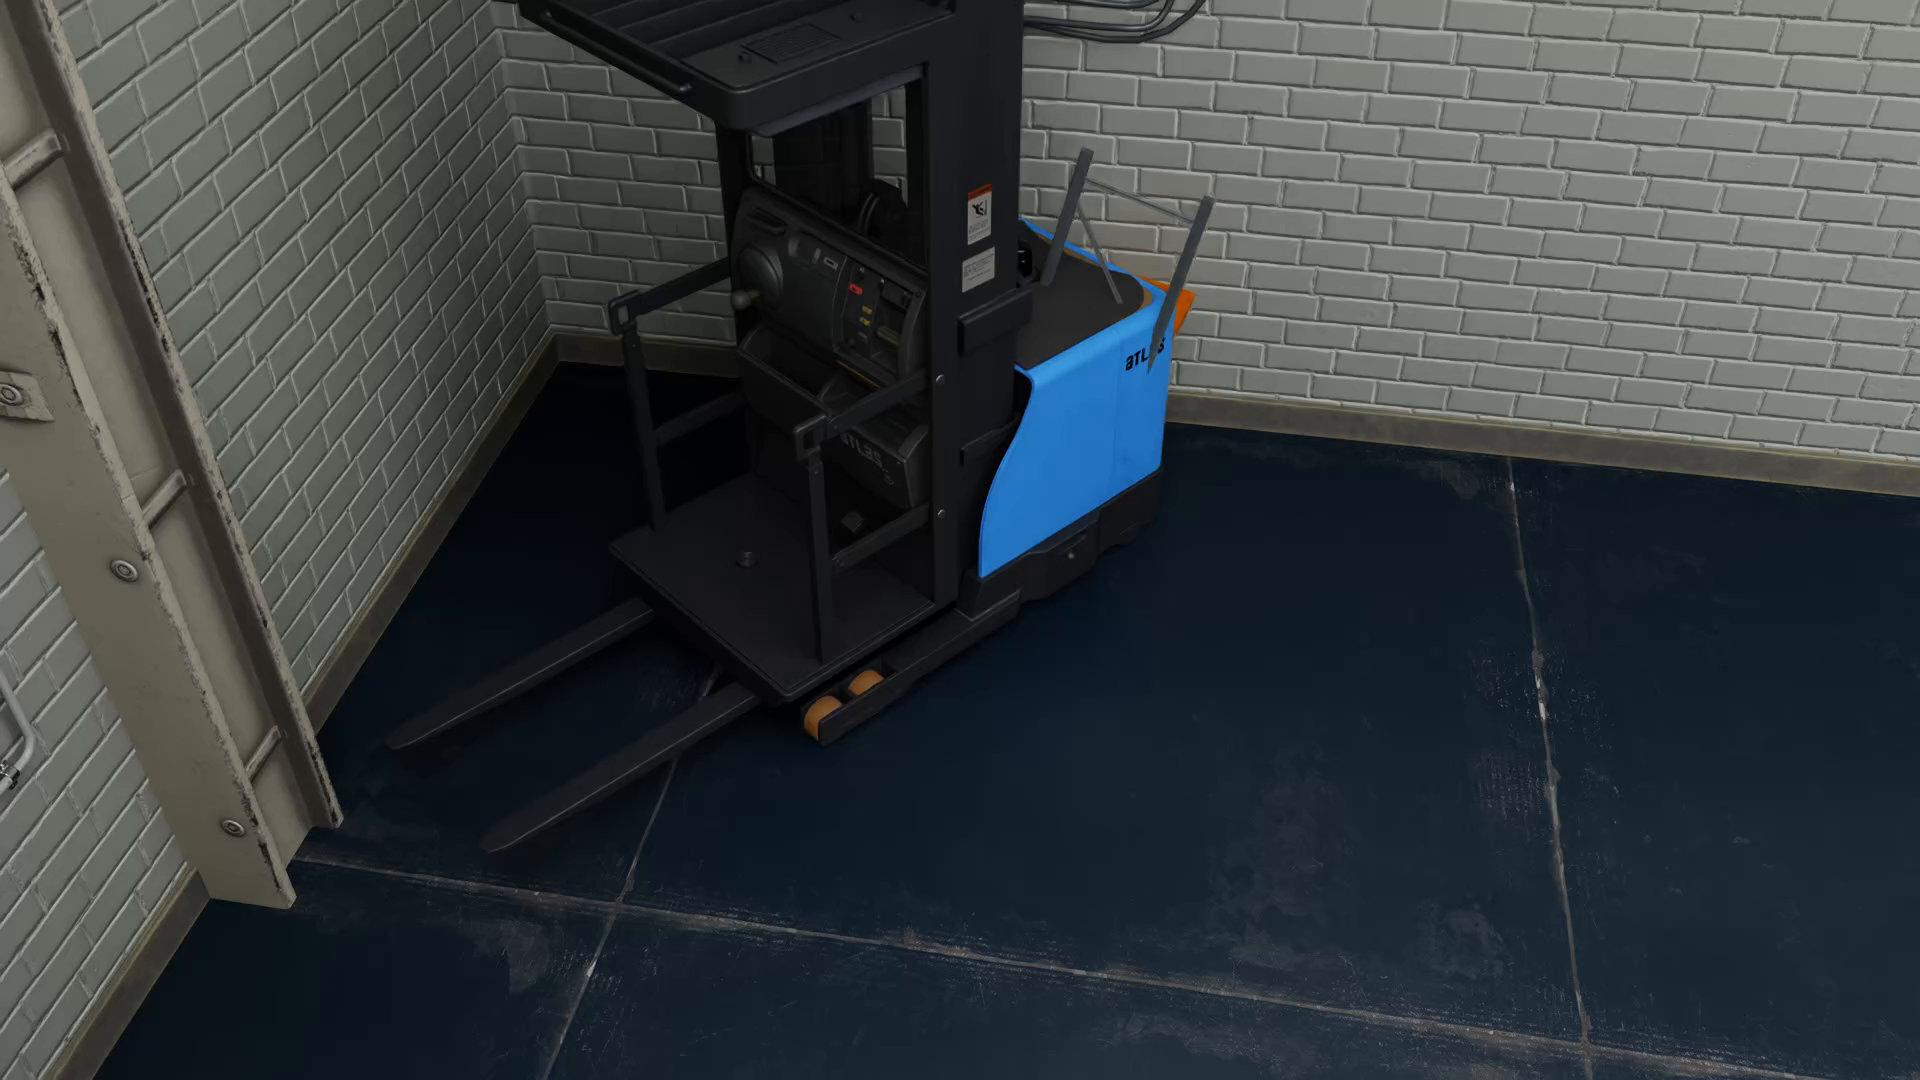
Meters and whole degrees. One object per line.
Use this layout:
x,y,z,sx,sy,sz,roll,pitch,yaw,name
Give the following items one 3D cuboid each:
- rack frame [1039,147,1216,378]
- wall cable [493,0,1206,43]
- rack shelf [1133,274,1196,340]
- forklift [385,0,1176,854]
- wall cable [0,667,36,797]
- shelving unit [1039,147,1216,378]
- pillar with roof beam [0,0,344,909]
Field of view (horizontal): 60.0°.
0.480,-0.717,6.261,0.500,1.500,0.032,23,39,7,rack frame
-0.549,-2.951,5.694,3.097,2.526,0.112,6,40,8,wall cable
0.611,-0.861,6.764,0.538,0.185,1.000,23,39,7,rack shelf
-0.602,-0.788,5.403,3.031,2.935,1.130,-31,49,-32,forklift
-2.590,0.375,3.145,0.084,1.984,1.851,6,40,8,wall cable
0.656,-0.999,6.658,0.587,1.500,1.083,23,39,7,shelving unit
1.975,-1.953,2.050,9.100,9.000,0.400,6,40,8,pillar with roof beam
